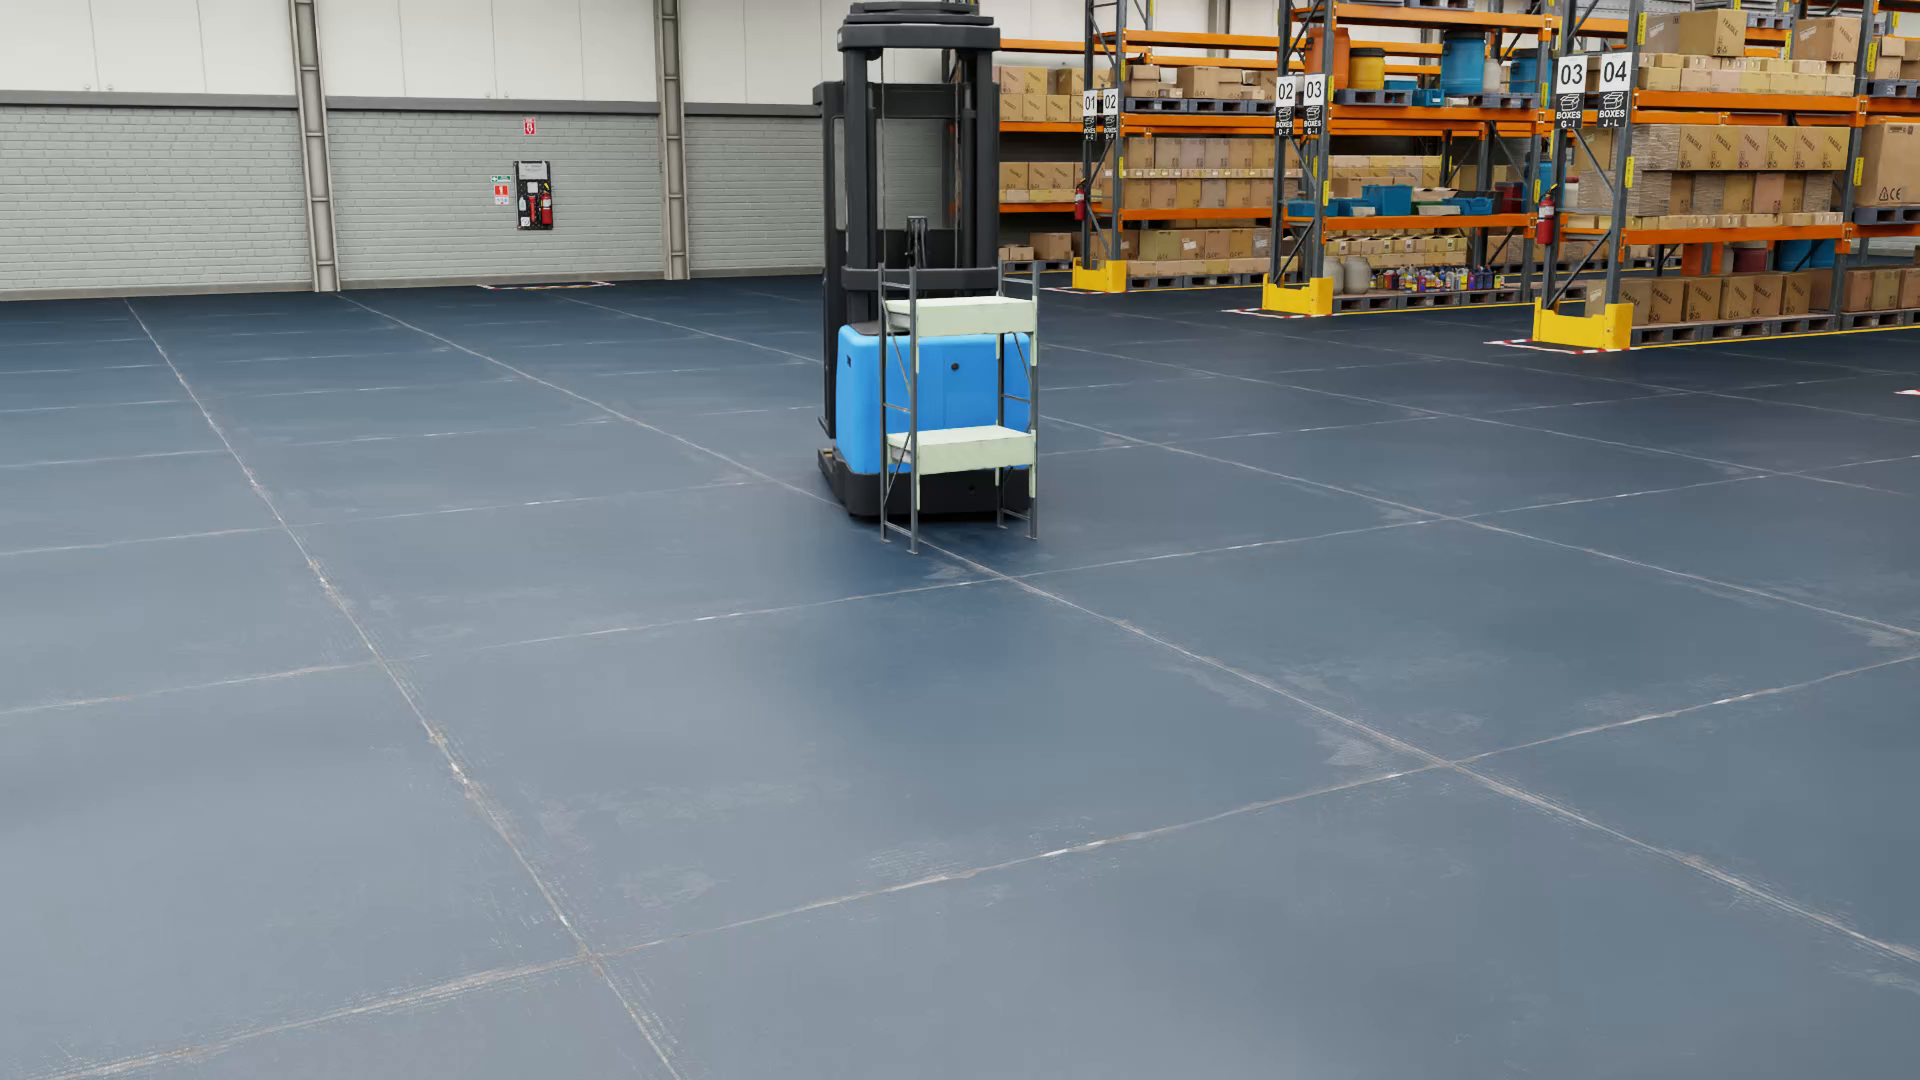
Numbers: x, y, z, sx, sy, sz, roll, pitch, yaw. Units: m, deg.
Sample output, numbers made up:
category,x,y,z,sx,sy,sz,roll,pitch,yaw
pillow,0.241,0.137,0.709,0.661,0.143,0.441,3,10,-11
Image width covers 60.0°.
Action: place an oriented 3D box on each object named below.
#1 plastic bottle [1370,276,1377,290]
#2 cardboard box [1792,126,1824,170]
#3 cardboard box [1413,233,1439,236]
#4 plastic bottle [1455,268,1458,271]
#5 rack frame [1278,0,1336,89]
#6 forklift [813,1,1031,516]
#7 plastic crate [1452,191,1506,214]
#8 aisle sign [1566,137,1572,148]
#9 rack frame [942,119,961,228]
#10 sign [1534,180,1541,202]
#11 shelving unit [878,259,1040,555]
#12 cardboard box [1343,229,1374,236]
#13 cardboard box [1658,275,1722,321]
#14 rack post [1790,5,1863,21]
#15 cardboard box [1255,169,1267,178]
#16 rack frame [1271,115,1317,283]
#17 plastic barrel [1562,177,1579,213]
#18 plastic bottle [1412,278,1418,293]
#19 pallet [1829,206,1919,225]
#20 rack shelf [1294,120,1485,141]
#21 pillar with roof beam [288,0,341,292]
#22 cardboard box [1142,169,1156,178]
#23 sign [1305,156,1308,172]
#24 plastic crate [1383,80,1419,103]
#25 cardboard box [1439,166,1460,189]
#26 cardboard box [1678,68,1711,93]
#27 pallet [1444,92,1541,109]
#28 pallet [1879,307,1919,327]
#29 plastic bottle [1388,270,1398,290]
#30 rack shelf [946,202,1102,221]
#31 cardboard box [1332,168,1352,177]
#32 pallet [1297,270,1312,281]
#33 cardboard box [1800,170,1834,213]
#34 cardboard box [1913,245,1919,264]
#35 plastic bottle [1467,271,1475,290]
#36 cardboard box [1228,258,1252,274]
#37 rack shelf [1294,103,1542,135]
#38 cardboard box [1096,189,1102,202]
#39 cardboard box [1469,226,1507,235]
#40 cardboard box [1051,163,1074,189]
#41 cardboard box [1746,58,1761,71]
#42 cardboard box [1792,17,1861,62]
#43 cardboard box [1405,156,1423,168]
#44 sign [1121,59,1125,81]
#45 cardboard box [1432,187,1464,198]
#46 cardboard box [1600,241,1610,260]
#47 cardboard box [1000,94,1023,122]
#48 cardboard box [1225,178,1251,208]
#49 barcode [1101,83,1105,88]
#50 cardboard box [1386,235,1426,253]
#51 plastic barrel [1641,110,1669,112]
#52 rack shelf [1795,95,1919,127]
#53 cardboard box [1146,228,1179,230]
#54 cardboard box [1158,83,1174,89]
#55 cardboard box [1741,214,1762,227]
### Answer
category,x,y,z,sx,sy,sz,roll,pitch,yaw
plastic bottle,6.093,-3.791,24.495,0.097,0.201,0.097,0,13,0
cardboard box,9.874,-4.659,19.796,0.500,0.500,0.500,-7,14,-28
cardboard box,8.742,-5.599,31.186,0.500,0.311,0.500,-6,14,-26
plastic bottle,7.441,-3.982,25.174,0.135,0.276,0.152,-6,14,-26
rack frame,4.691,-7.591,22.343,0.127,3.000,1.000,-7,14,-28
forklift,-0.342,-1.840,10.608,1.130,2.935,3.031,-2,13,-10
plastic crate,7.681,-5.024,24.743,0.504,0.338,0.767,-7,14,-28
aisle sign,14.195,-9.475,38.456,0.004,0.787,0.394,-7,14,-28
rack frame,-0.056,-6.573,31.486,0.127,3.000,1.000,-7,14,-28
sign,8.456,-5.113,24.365,0.005,0.325,0.100,-7,14,-28
shelving unit,-0.006,-0.731,8.941,0.755,1.500,0.431,-7,14,-28
cardboard box,8.446,-6.714,36.051,0.750,0.750,0.750,-7,14,-28
cardboard box,8.687,-2.889,19.852,0.500,0.500,0.500,-5,14,-23
rack post,14.469,-8.734,27.594,0.954,0.300,0.937,-7,15,-29
cardboard box,5.019,-6.254,28.360,0.250,0.149,0.380,-7,14,-28
rack frame,5.832,-6.040,29.115,0.127,3.000,1.000,-7,14,-28
plastic barrel,9.147,-5.210,25.116,0.433,0.535,0.433,0,13,0
plastic bottle,6.523,-3.655,23.890,0.097,0.201,0.097,0,13,0
pallet,11.316,-4.089,20.884,1.213,0.211,1.003,-7,14,-28
rack shelf,7.587,-7.363,29.800,4.000,0.370,1.077,-7,14,-28
pillar with roof beam,-8.326,-7.648,22.599,0.400,9.000,9.100,-7,14,-28
cardboard box,2.999,-6.012,27.288,0.250,0.149,0.380,-7,15,-29
sign,7.234,-7.838,34.646,0.005,0.325,0.100,-7,14,-28
plastic crate,6.220,-6.378,23.824,0.575,0.384,0.392,-7,14,-28
cardboard box,10.961,-8.036,37.302,0.700,0.700,0.980,-7,14,-27
cardboard box,8.061,-5.156,18.698,0.500,0.250,0.500,-7,15,-29
pallet,7.615,-6.361,24.142,1.003,0.211,1.213,-7,14,-28
pallet,12.330,-2.981,21.876,1.213,0.211,1.003,-7,14,-28
plastic bottle,6.379,-3.832,24.489,0.133,0.283,0.061,-7,14,-28
rack shelf,1.700,-6.433,32.499,4.000,0.370,1.077,-7,14,-28
cardboard box,7.979,-7.674,35.424,0.500,0.500,0.500,-6,14,-26
pallet,6.460,-4.765,29.799,1.213,0.211,1.003,-7,14,-28
cardboard box,10.150,-4.289,20.429,0.500,0.500,0.875,-7,14,-28
cardboard box,13.052,-3.778,22.049,0.500,0.250,0.500,-5,14,-22
plastic bottle,7.483,-3.806,24.372,0.133,0.283,0.061,-6,14,-24
cardboard box,4.654,-4.706,28.495,0.500,0.250,0.500,-7,14,-28
rack shelf,6.446,-5.987,23.687,4.000,0.370,1.077,-7,14,-28
cardboard box,2.743,-6.772,32.663,0.500,0.250,0.500,-7,14,-28
cardboard box,10.099,-5.972,31.797,0.500,0.250,0.500,-6,14,-26
cardboard box,1.850,-7.028,32.093,0.500,0.500,0.500,-6,14,-26
cardboard box,8.995,-5.474,19.203,0.250,0.149,0.380,-7,15,-30
cardboard box,10.302,-5.935,19.774,0.500,0.500,0.500,-7,15,-30
cardboard box,9.736,-8.255,36.299,0.500,0.250,0.500,-6,14,-27
sign,2.582,-7.440,26.333,0.005,0.325,0.100,-7,14,-28
cardboard box,9.003,-6.387,30.862,0.500,0.311,0.500,-6,14,-24
cardboard box,12.558,-5.769,32.605,0.500,0.500,0.500,-7,14,-28
cardboard box,0.846,-8.132,31.306,0.500,0.500,0.500,-6,14,-24
cardboard box,4.543,-5.932,28.408,0.500,0.500,0.700,-7,14,-27
barcode,2.355,-7.490,27.406,0.075,0.075,0.001,-7,14,-28
cardboard box,8.104,-5.387,30.241,0.500,0.311,0.500,-7,14,-28
plastic barrel,10.888,-7.169,26.159,0.600,0.901,0.600,0,13,0
rack shelf,12.331,-5.453,21.315,4.000,0.370,1.077,-7,14,-28
cardboard box,3.520,-5.070,28.404,0.500,0.500,0.500,-7,14,-28
cardboard box,3.205,-7.454,27.635,0.500,0.250,0.500,-7,14,-28
cardboard box,9.204,-3.774,19.617,0.250,0.149,0.380,-7,14,-28
